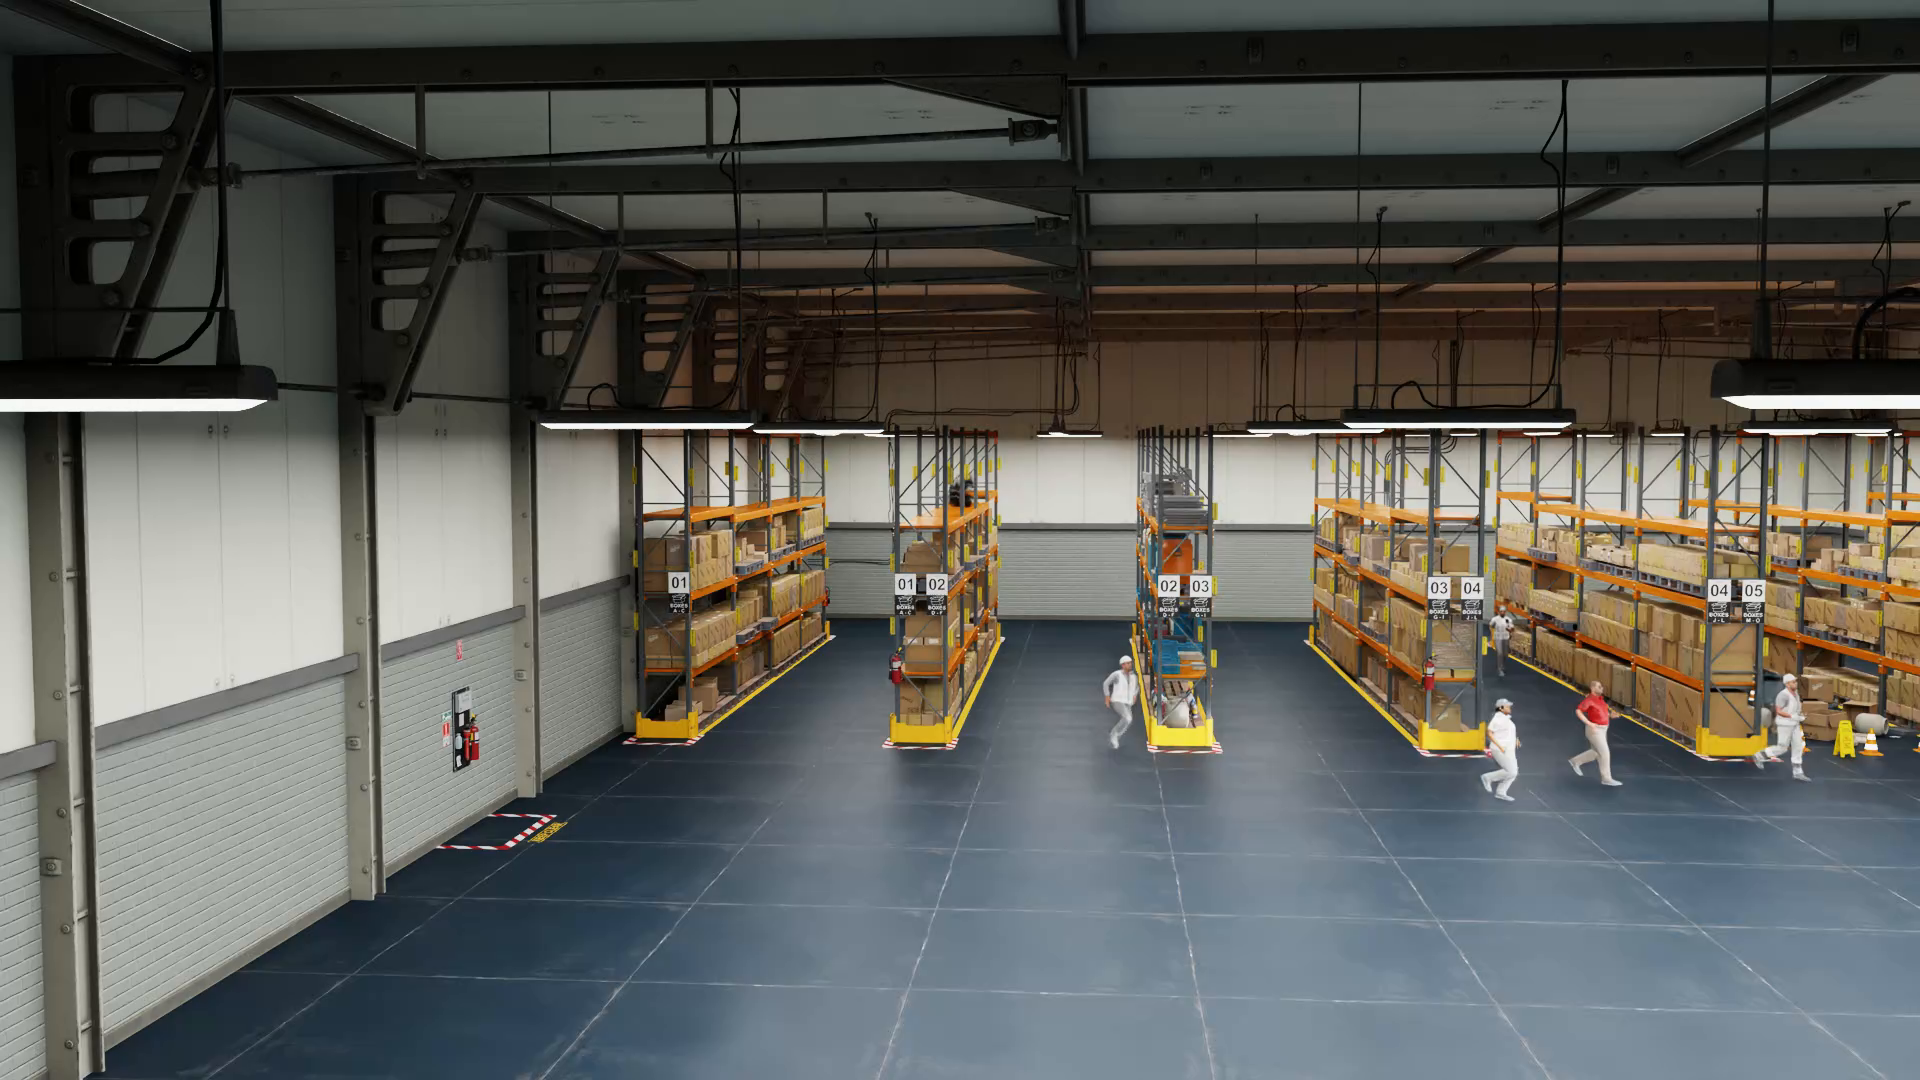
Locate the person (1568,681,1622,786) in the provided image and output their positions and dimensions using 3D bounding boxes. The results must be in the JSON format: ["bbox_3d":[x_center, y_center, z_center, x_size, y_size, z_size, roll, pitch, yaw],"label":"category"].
[{"bbox_3d":[10.578,3.193,27.686,0.943,1.699,0.673,3,4,40],"label":"person"}]

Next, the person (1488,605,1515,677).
[{"bbox_3d":[13.185,2.425,40.458,0.576,1.687,0.919,0,3,6],"label":"person"}]

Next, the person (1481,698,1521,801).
[{"bbox_3d":[8.622,3.329,26.467,0.551,1.625,0.614,2,4,35],"label":"person"}]

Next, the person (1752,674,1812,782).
[{"bbox_3d":[13.962,3.147,28.146,0.667,1.785,0.940,-3,4,-37],"label":"person"}]

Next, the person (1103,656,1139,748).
[{"bbox_3d":[3.064,3.008,30.806,0.662,1.704,0.612,-2,4,-31],"label":"person"}]
